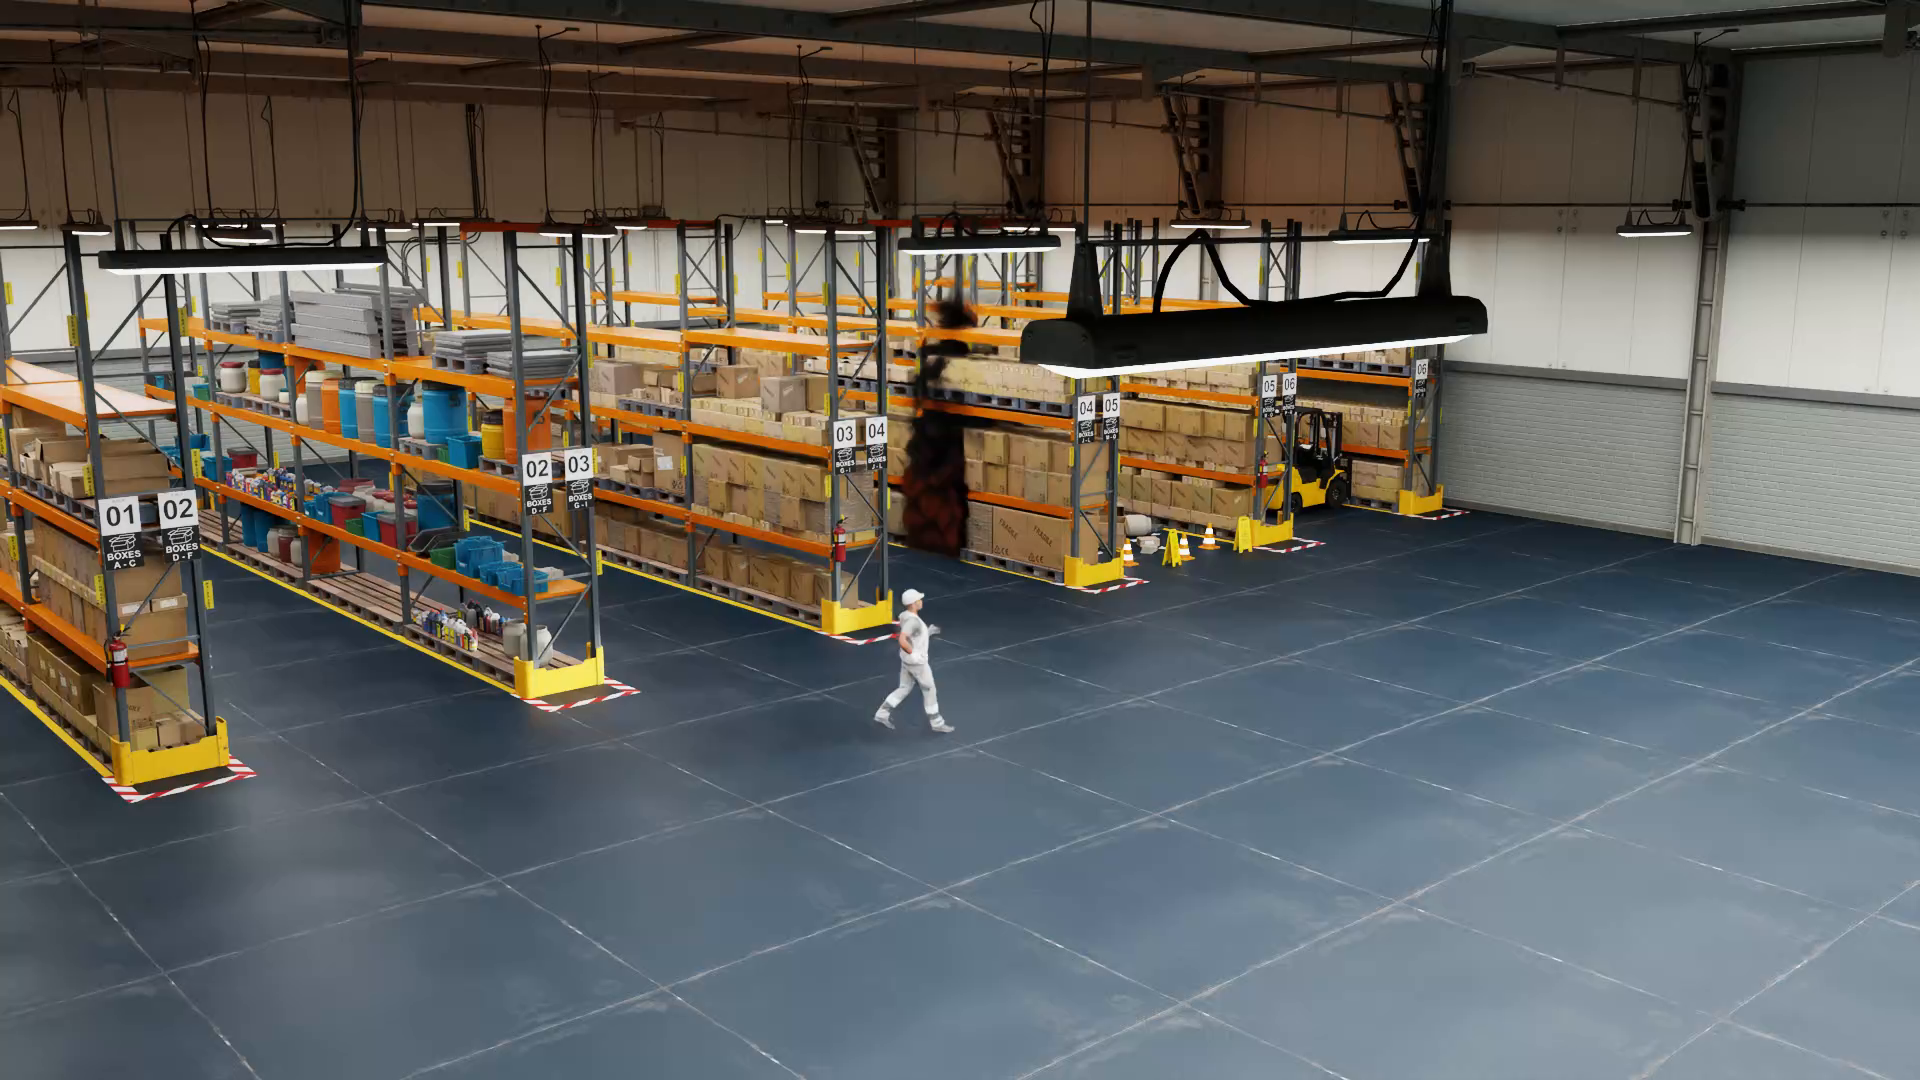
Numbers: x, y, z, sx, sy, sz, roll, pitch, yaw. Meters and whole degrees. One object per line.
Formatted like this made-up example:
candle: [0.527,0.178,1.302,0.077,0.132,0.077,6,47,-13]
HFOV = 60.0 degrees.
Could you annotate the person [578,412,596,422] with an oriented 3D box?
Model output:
person: [-9.096,-2.699,40.732,0.769,1.745,0.998,7,13,29]

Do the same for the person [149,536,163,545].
person: [-13.154,0.094,27.210,0.859,1.700,0.579,9,14,36]

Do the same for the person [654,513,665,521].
person: [-5.865,-0.950,32.613,0.620,1.647,0.529,11,16,44]

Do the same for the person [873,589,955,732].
person: [-0.550,1.460,19.959,0.991,1.781,0.659,-4,12,-19]
